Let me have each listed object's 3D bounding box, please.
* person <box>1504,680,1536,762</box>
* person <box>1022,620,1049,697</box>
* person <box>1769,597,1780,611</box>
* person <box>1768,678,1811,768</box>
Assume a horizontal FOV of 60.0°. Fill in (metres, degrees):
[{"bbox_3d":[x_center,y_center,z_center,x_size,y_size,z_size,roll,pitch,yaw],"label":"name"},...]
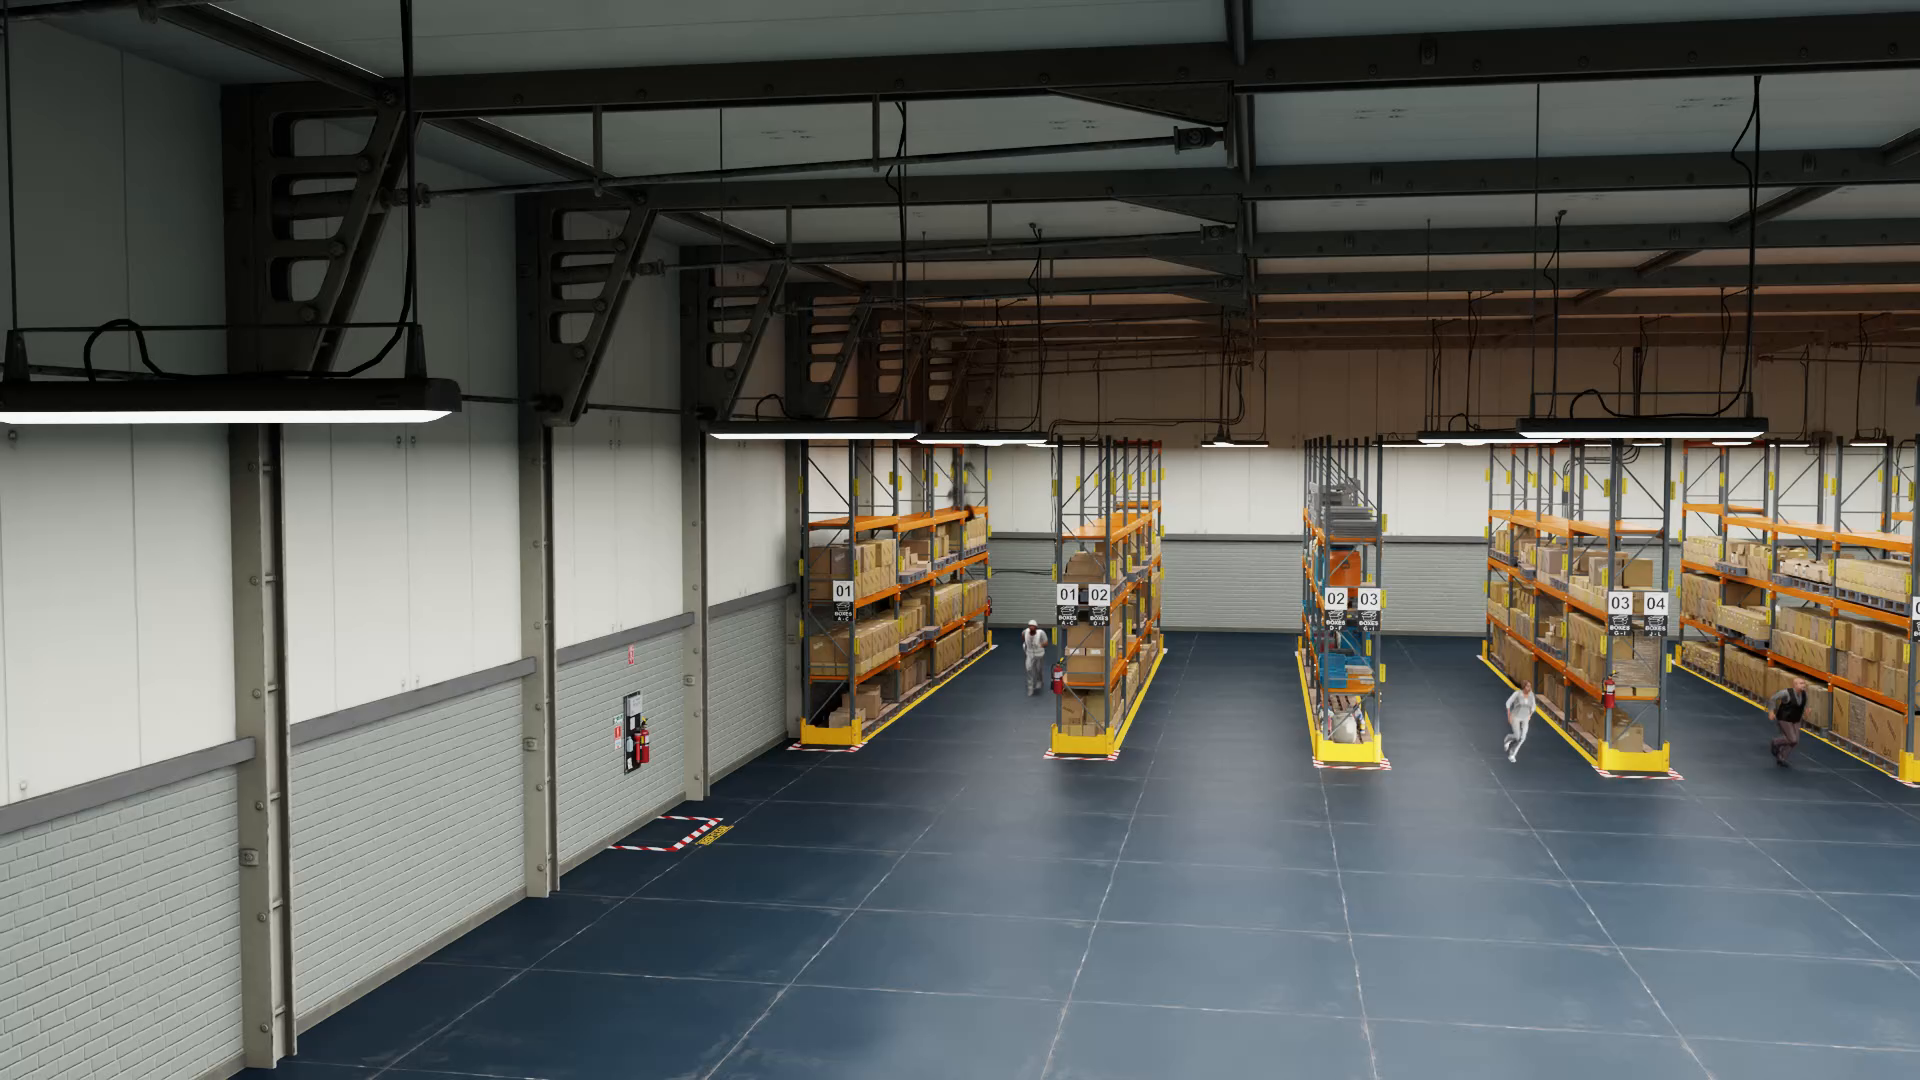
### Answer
[{"bbox_3d":[10.341,3.318,30.712,0.521,1.532,0.613,0,3,-9],"label":"person"},{"bbox_3d":[1.772,2.743,39.056,0.678,1.792,1.018,1,3,11],"label":"person"},{"bbox_3d":[22.375,2.387,45.798,0.598,1.743,0.664,0,3,-2],"label":"person"},{"bbox_3d":[14.986,3.288,29.985,0.647,1.652,0.721,-1,3,-21],"label":"person"}]
